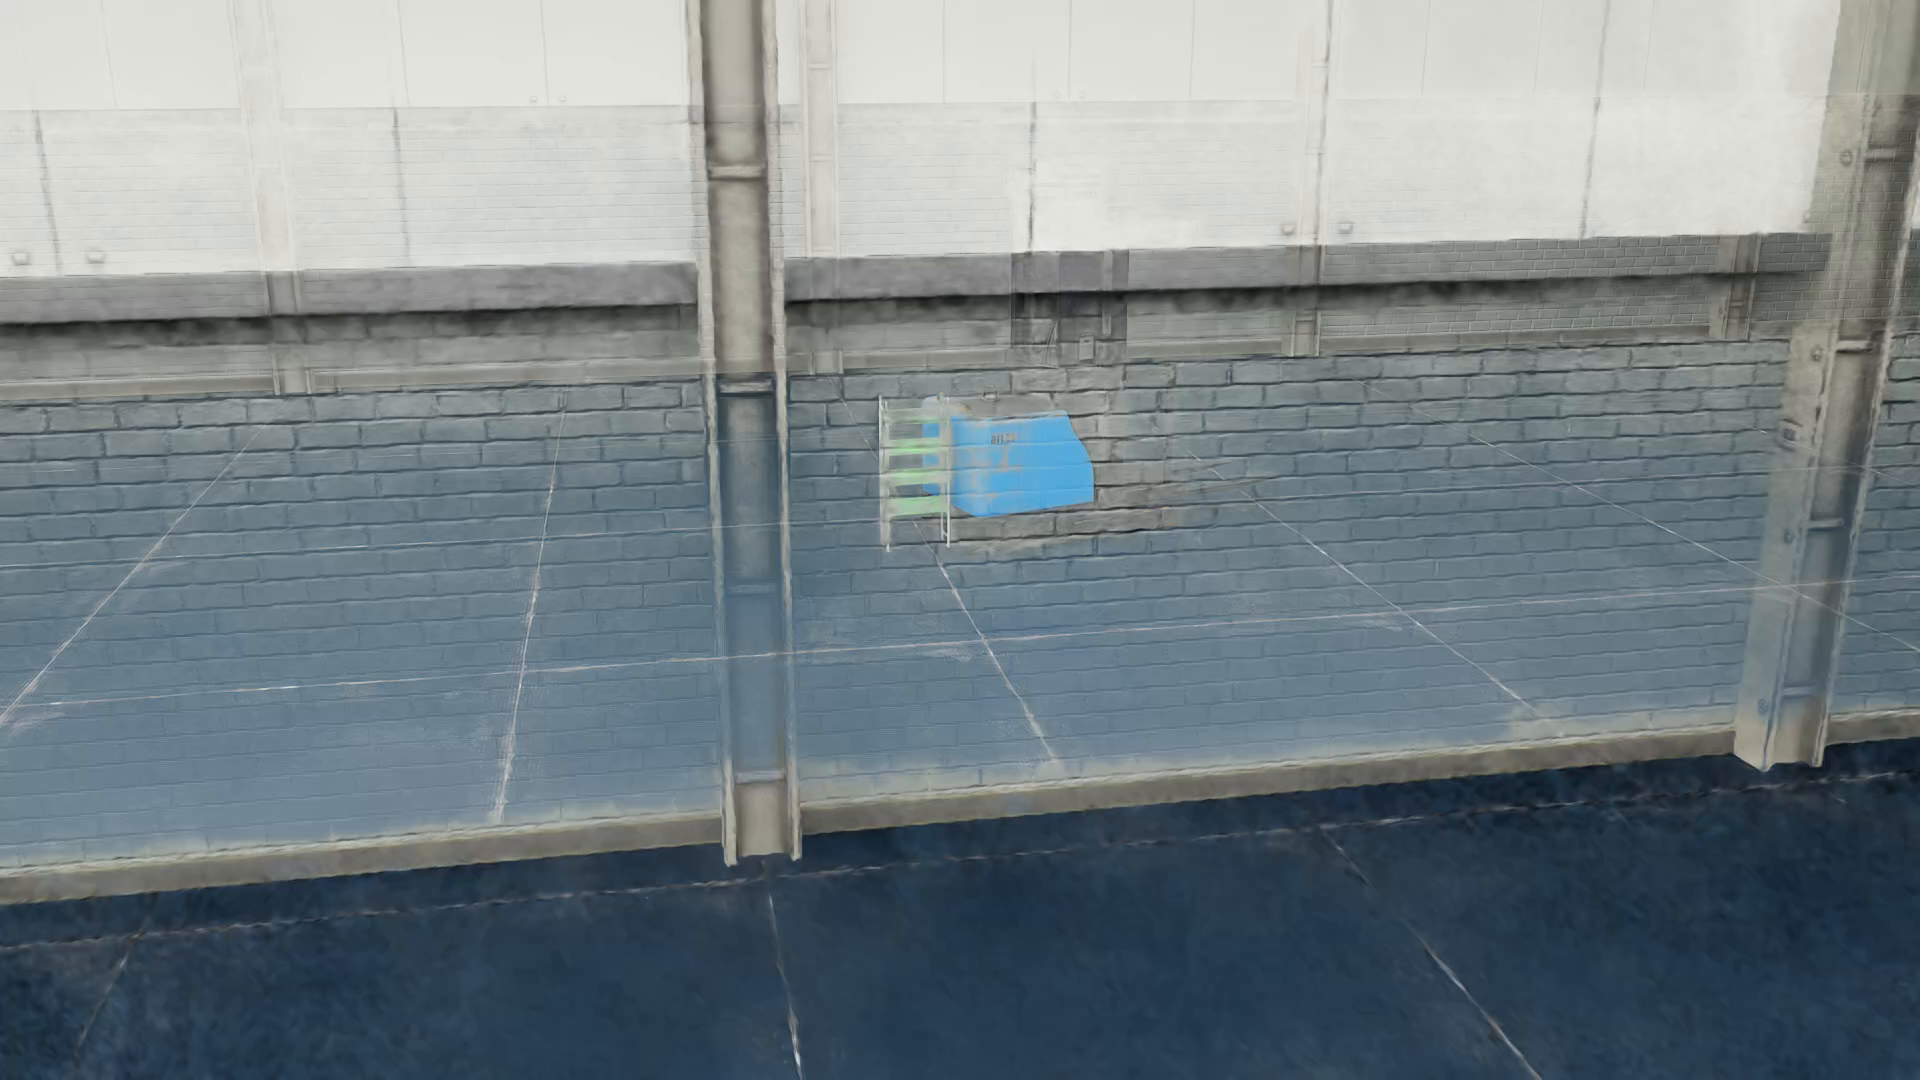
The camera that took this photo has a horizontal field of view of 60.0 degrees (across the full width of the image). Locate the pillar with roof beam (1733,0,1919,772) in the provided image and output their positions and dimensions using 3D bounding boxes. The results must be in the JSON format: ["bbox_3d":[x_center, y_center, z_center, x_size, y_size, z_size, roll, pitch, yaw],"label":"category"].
[{"bbox_3d":[10.990,-5.744,16.685,0.400,9.000,9.100,-3,17,-10],"label":"pillar with roof beam"}]

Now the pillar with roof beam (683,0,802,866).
[{"bbox_3d":[5.099,-5.409,15.597,0.400,9.000,9.100,-3,17,-10],"label":"pillar with roof beam"}]
